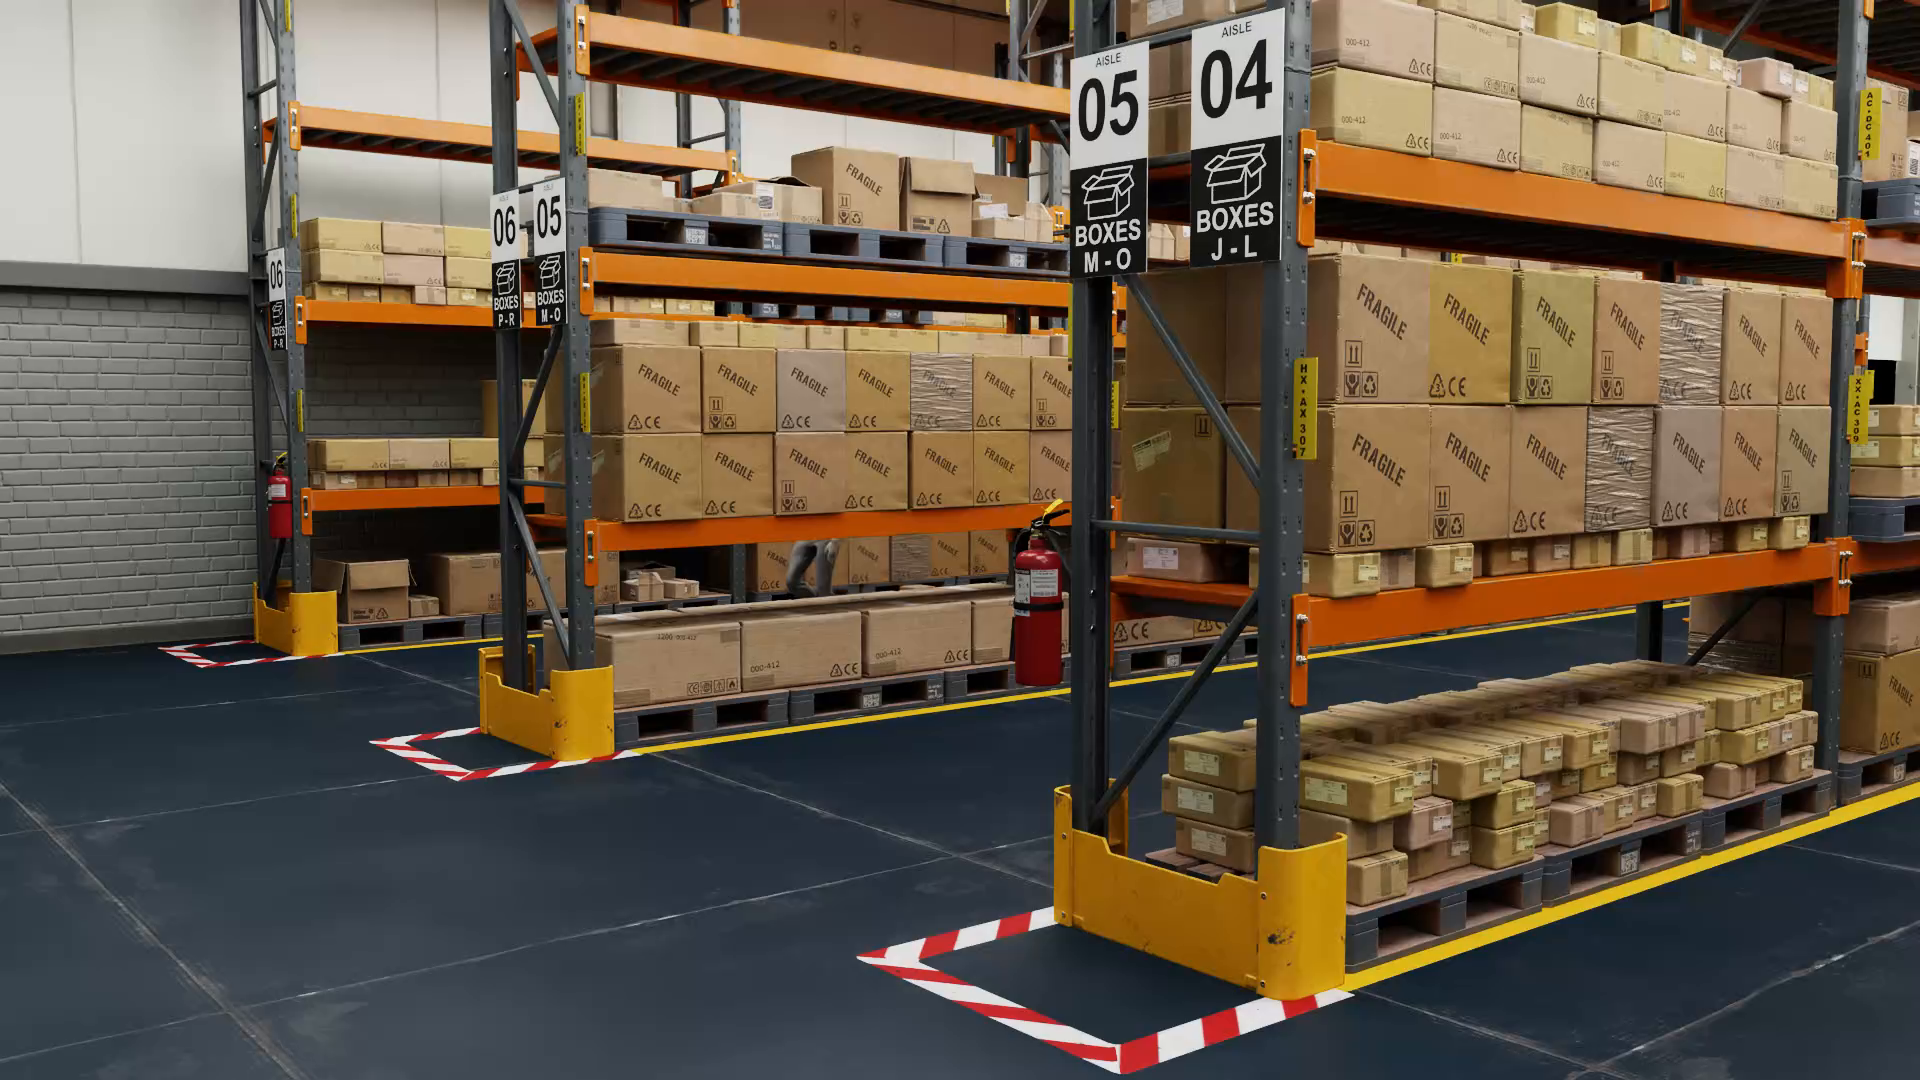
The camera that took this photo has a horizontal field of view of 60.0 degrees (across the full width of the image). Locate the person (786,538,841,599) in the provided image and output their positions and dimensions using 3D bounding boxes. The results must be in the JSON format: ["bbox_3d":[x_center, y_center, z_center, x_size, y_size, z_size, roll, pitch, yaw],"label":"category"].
[{"bbox_3d":[3.467,-0.228,13.666,7.927,2.202,5.993,3,5,37],"label":"person"}]
